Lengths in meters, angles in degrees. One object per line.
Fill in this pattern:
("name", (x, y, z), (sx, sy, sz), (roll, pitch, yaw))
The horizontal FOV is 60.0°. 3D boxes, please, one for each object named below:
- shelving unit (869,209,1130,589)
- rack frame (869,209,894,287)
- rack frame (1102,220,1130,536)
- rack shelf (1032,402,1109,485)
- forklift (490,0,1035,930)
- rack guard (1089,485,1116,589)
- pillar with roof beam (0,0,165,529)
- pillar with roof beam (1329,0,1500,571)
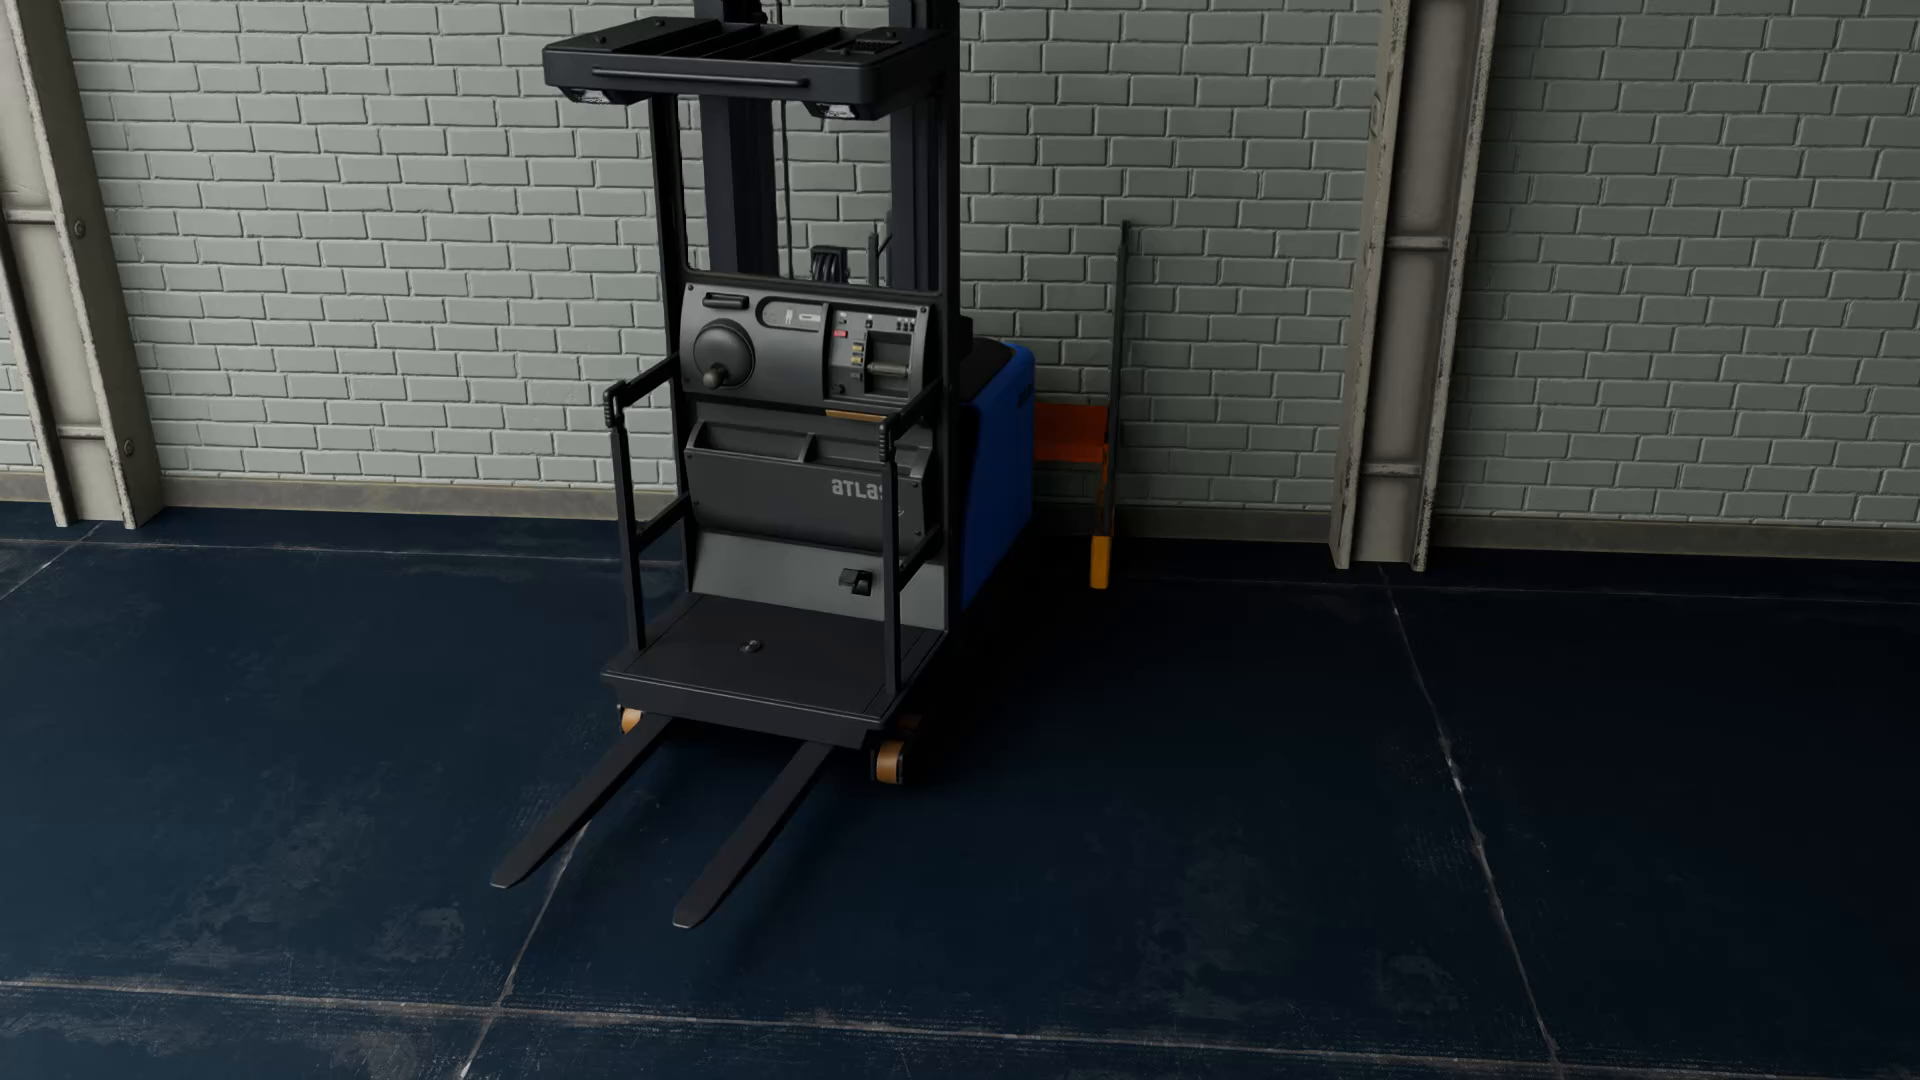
("shelving unit", (0.158, -0.622, 7.273), (1.083, 1.500, 0.587), (4, 24, 6))
("rack frame", (-0.338, -0.655, 7.327), (0.032, 1.500, 0.500), (4, 24, 6))
("rack frame", (0.671, -0.588, 7.217), (0.032, 1.500, 0.500), (4, 24, 6))
("rack shelf", (0.164, -0.458, 7.346), (1.000, 0.185, 0.538), (4, 24, 6))
("forklift", (-0.617, -0.655, 5.667), (1.130, 2.935, 3.031), (8, 26, 17))
("rack guard", (0.642, -0.020, 7.476), (0.087, 0.250, 0.587), (4, 24, 6))
("pillar with roof beam", (-4.411, -2.416, 2.235), (0.400, 9.000, 9.100), (2, 25, 4))
("pillar with roof beam", (1.571, -2.224, 1.818), (0.400, 9.000, 9.100), (2, 25, 4))
